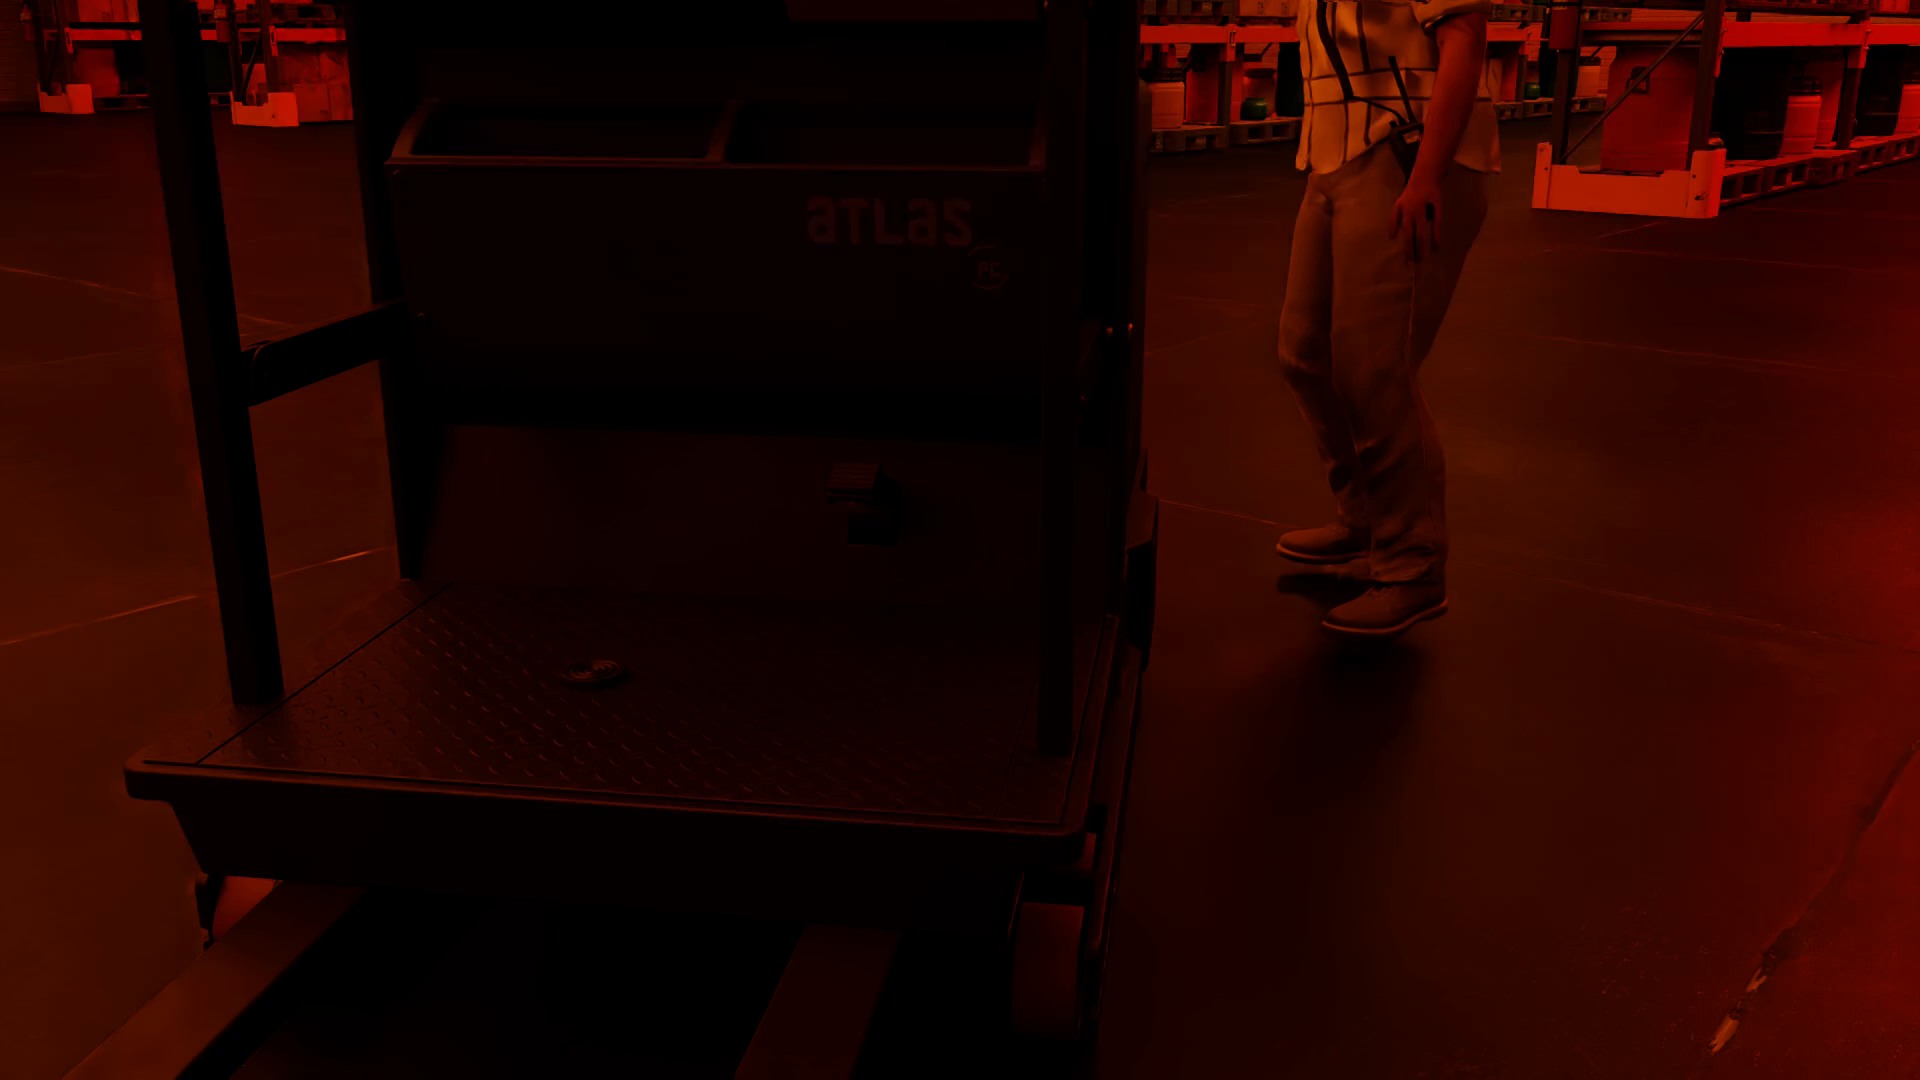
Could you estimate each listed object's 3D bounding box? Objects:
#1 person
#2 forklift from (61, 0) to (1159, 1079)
[{"bbox_3d":[0.830,-0.700,3.306,0.457,1.638,0.778,-2,17,-6],"label":"person"},{"bbox_3d":[-0.340,-0.916,1.915,1.130,2.935,3.031,3,17,8],"label":"forklift"}]
